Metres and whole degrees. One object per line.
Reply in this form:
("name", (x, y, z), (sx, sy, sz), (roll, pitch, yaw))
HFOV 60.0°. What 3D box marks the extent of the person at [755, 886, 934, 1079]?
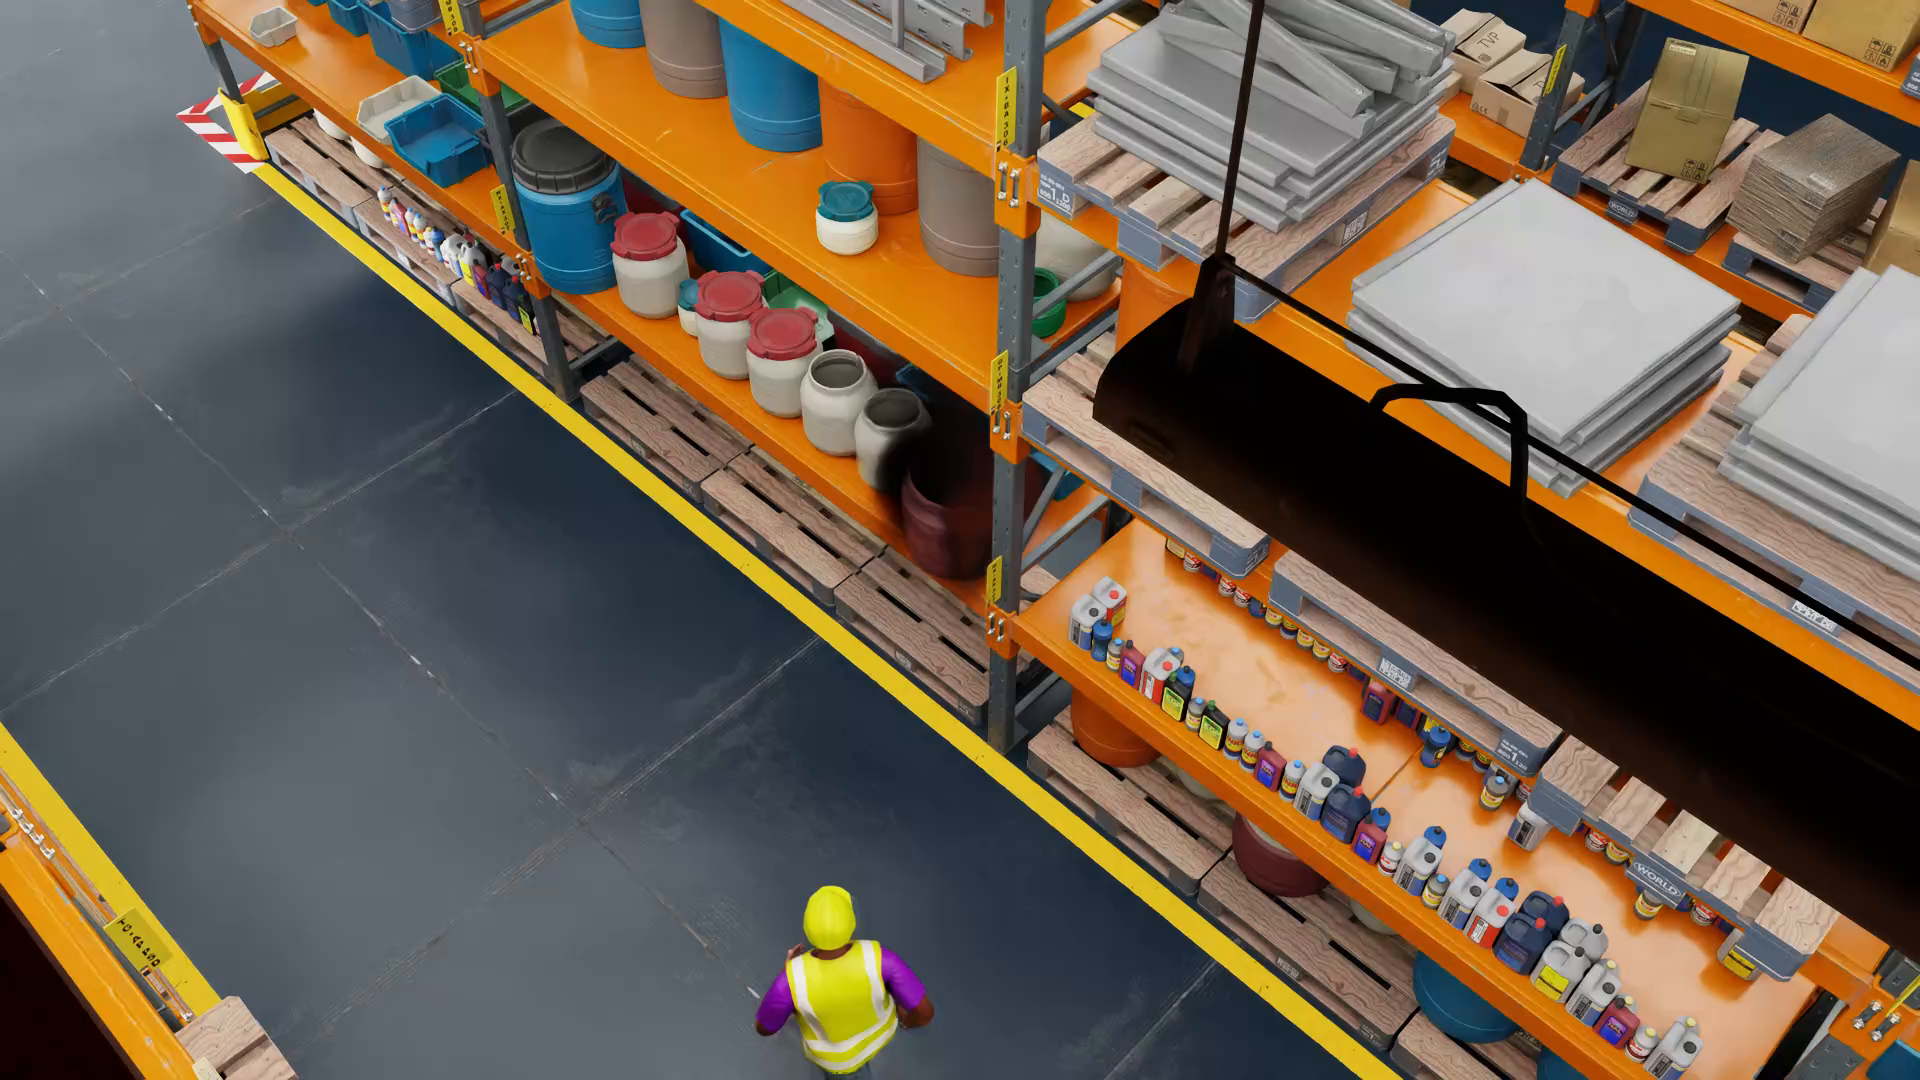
("person", (-0.512, 2.153, 7.120), (0.595, 1.808, 0.827), (-35, 58, -25))
